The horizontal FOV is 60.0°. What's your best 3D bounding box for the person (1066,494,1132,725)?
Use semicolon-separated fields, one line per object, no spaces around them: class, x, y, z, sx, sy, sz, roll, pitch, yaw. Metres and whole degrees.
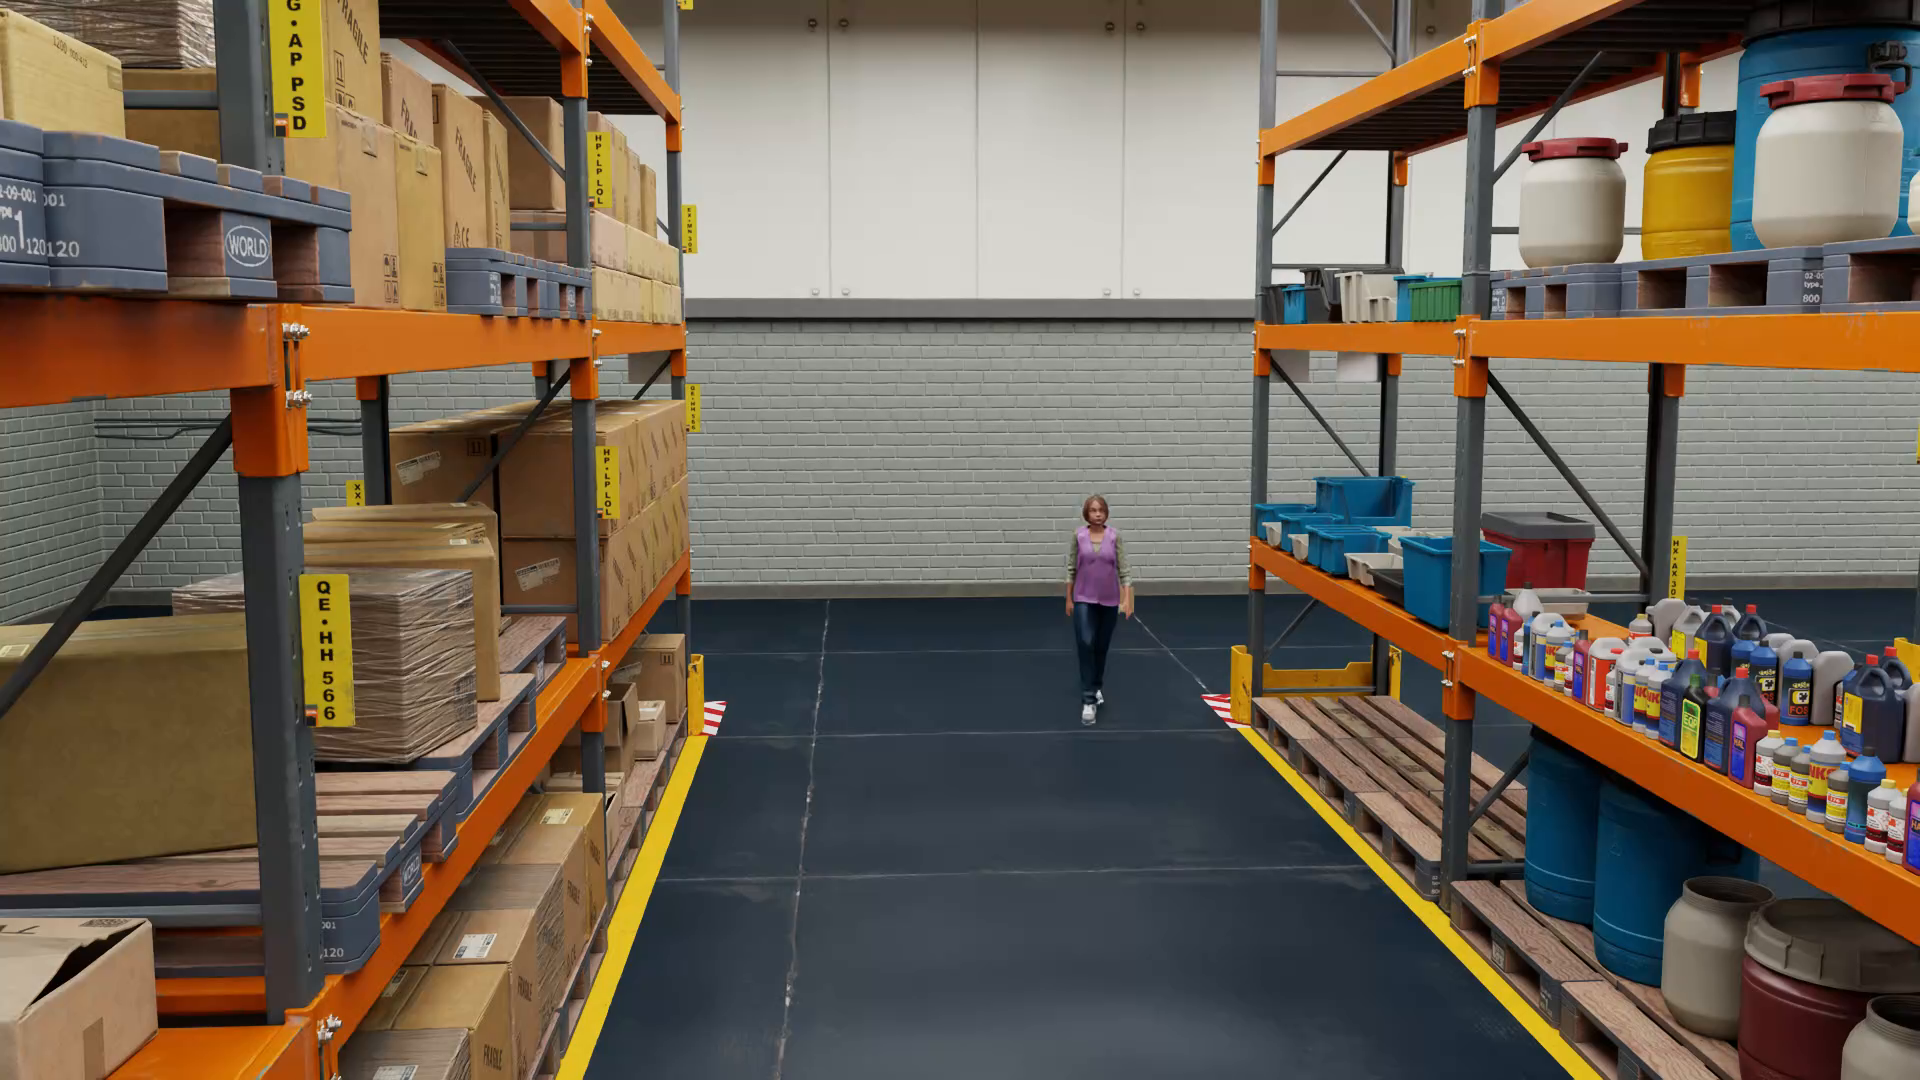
person;1.006;0.468;11.982;0.449;1.587;0.809;0;7;-3
